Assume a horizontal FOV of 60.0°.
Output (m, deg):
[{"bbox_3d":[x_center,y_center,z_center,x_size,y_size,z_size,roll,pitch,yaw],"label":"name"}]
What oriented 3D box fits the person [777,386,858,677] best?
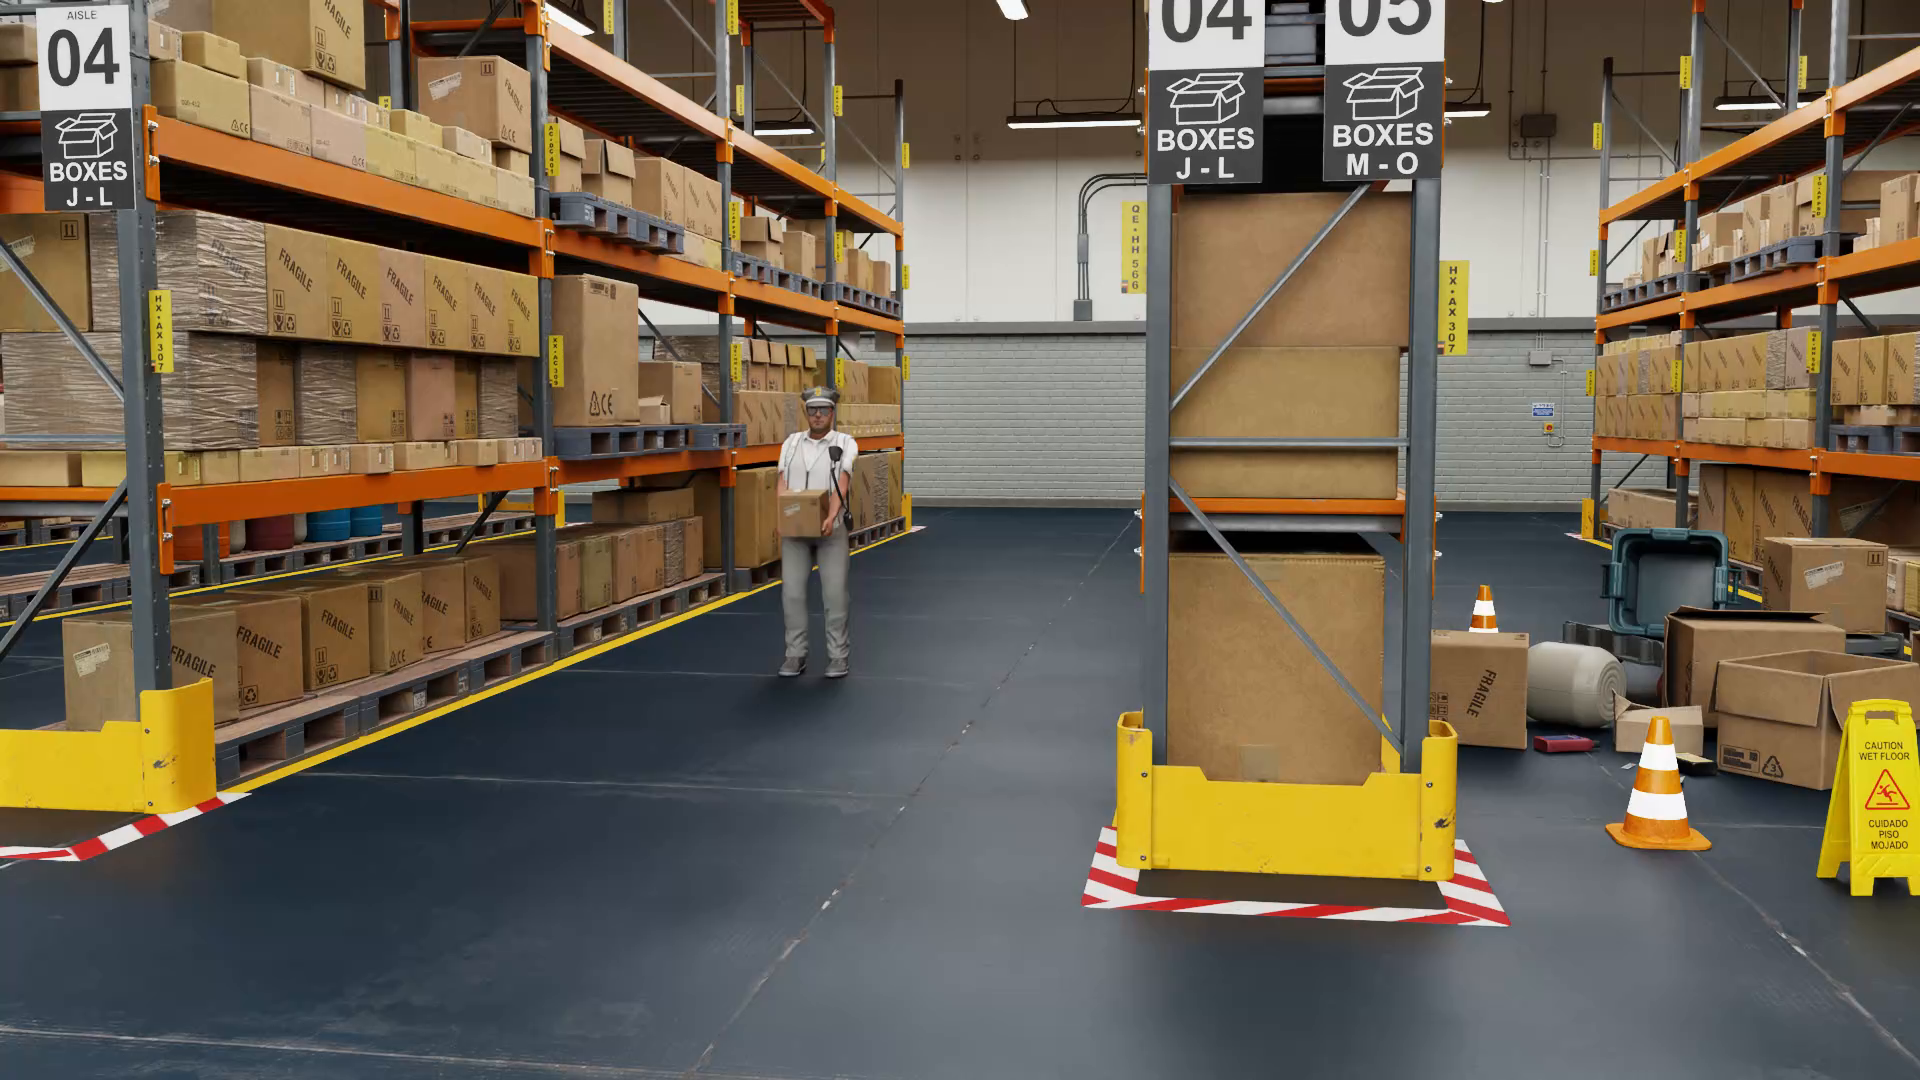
[{"bbox_3d":[-0.887,-0.051,10.151,0.493,1.770,0.558,1,4,9],"label":"person"}]
